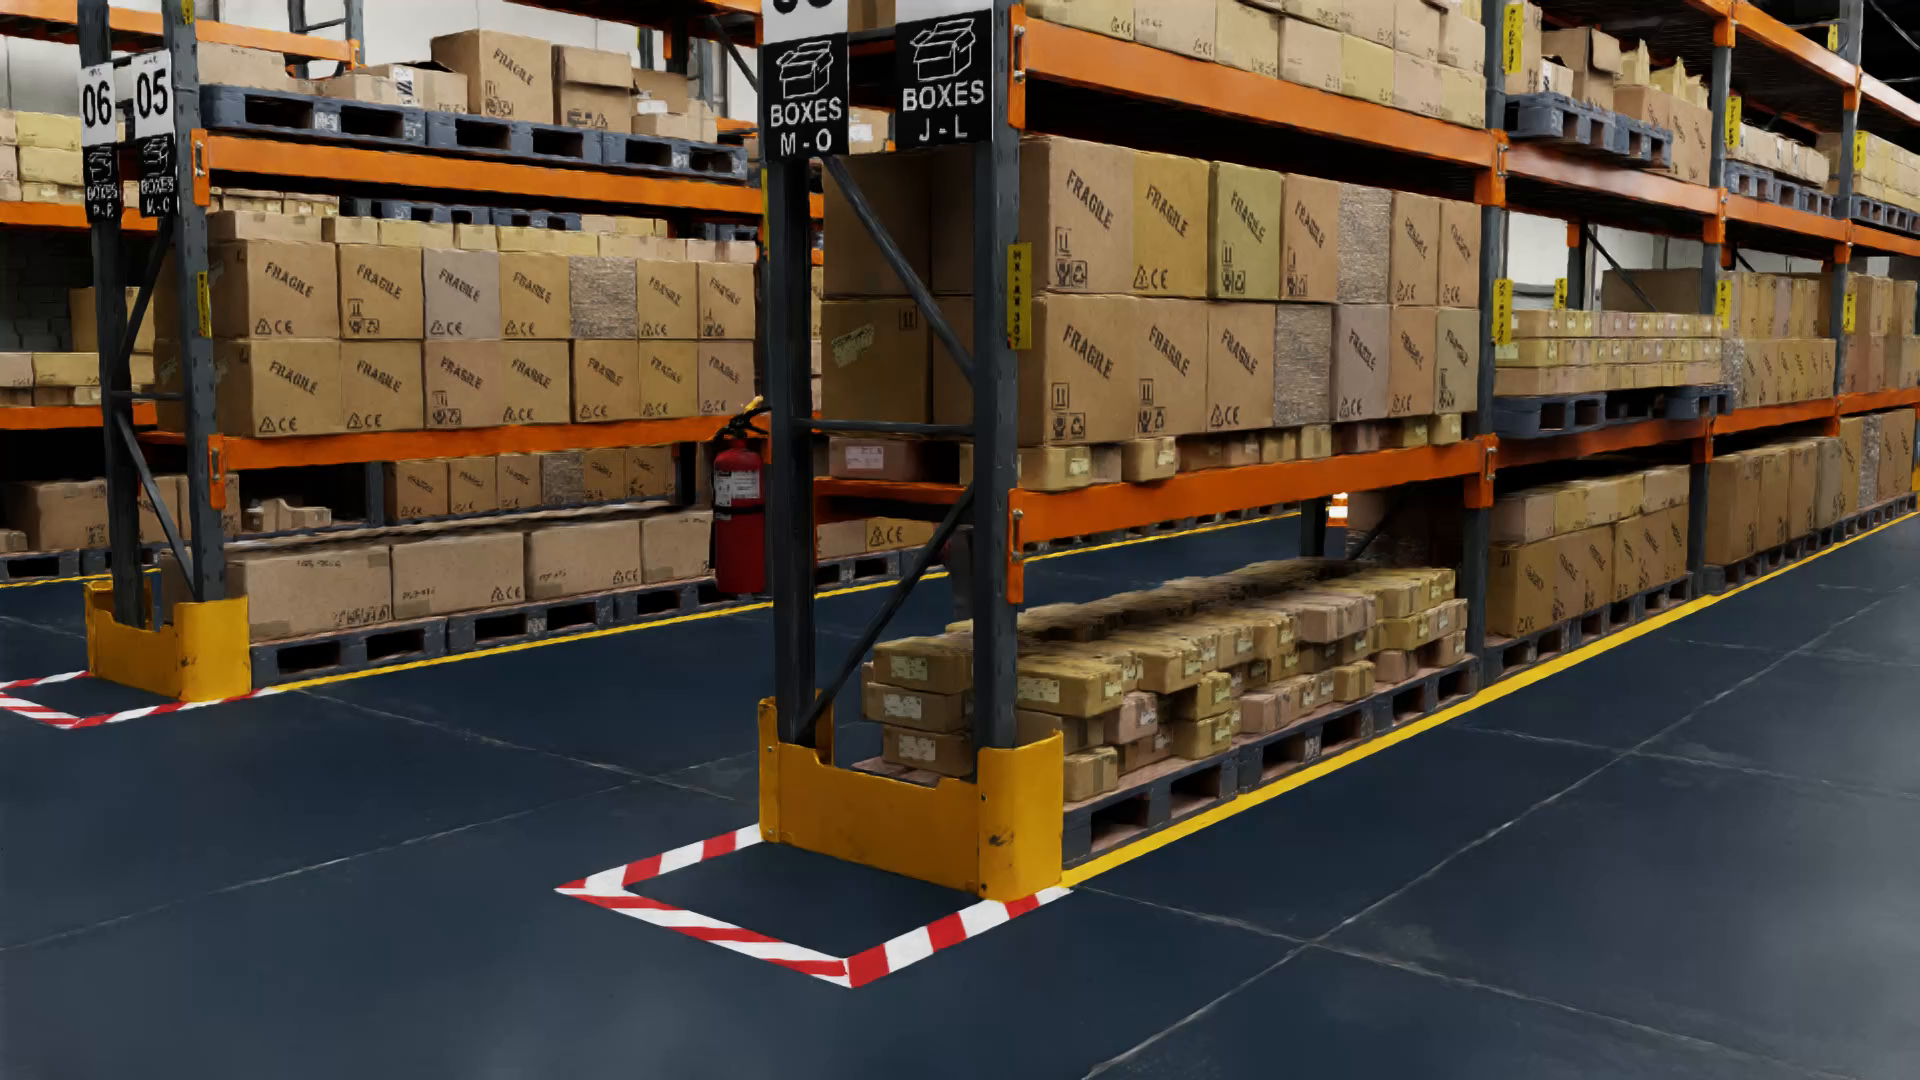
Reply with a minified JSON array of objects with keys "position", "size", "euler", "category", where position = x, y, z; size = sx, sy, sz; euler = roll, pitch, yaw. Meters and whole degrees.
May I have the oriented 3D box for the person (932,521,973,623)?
[{"position":[0.046,-0.042,8.736],"size":[0.491,1.593,0.443],"euler":[-5,8,-35],"category":"person"}]
